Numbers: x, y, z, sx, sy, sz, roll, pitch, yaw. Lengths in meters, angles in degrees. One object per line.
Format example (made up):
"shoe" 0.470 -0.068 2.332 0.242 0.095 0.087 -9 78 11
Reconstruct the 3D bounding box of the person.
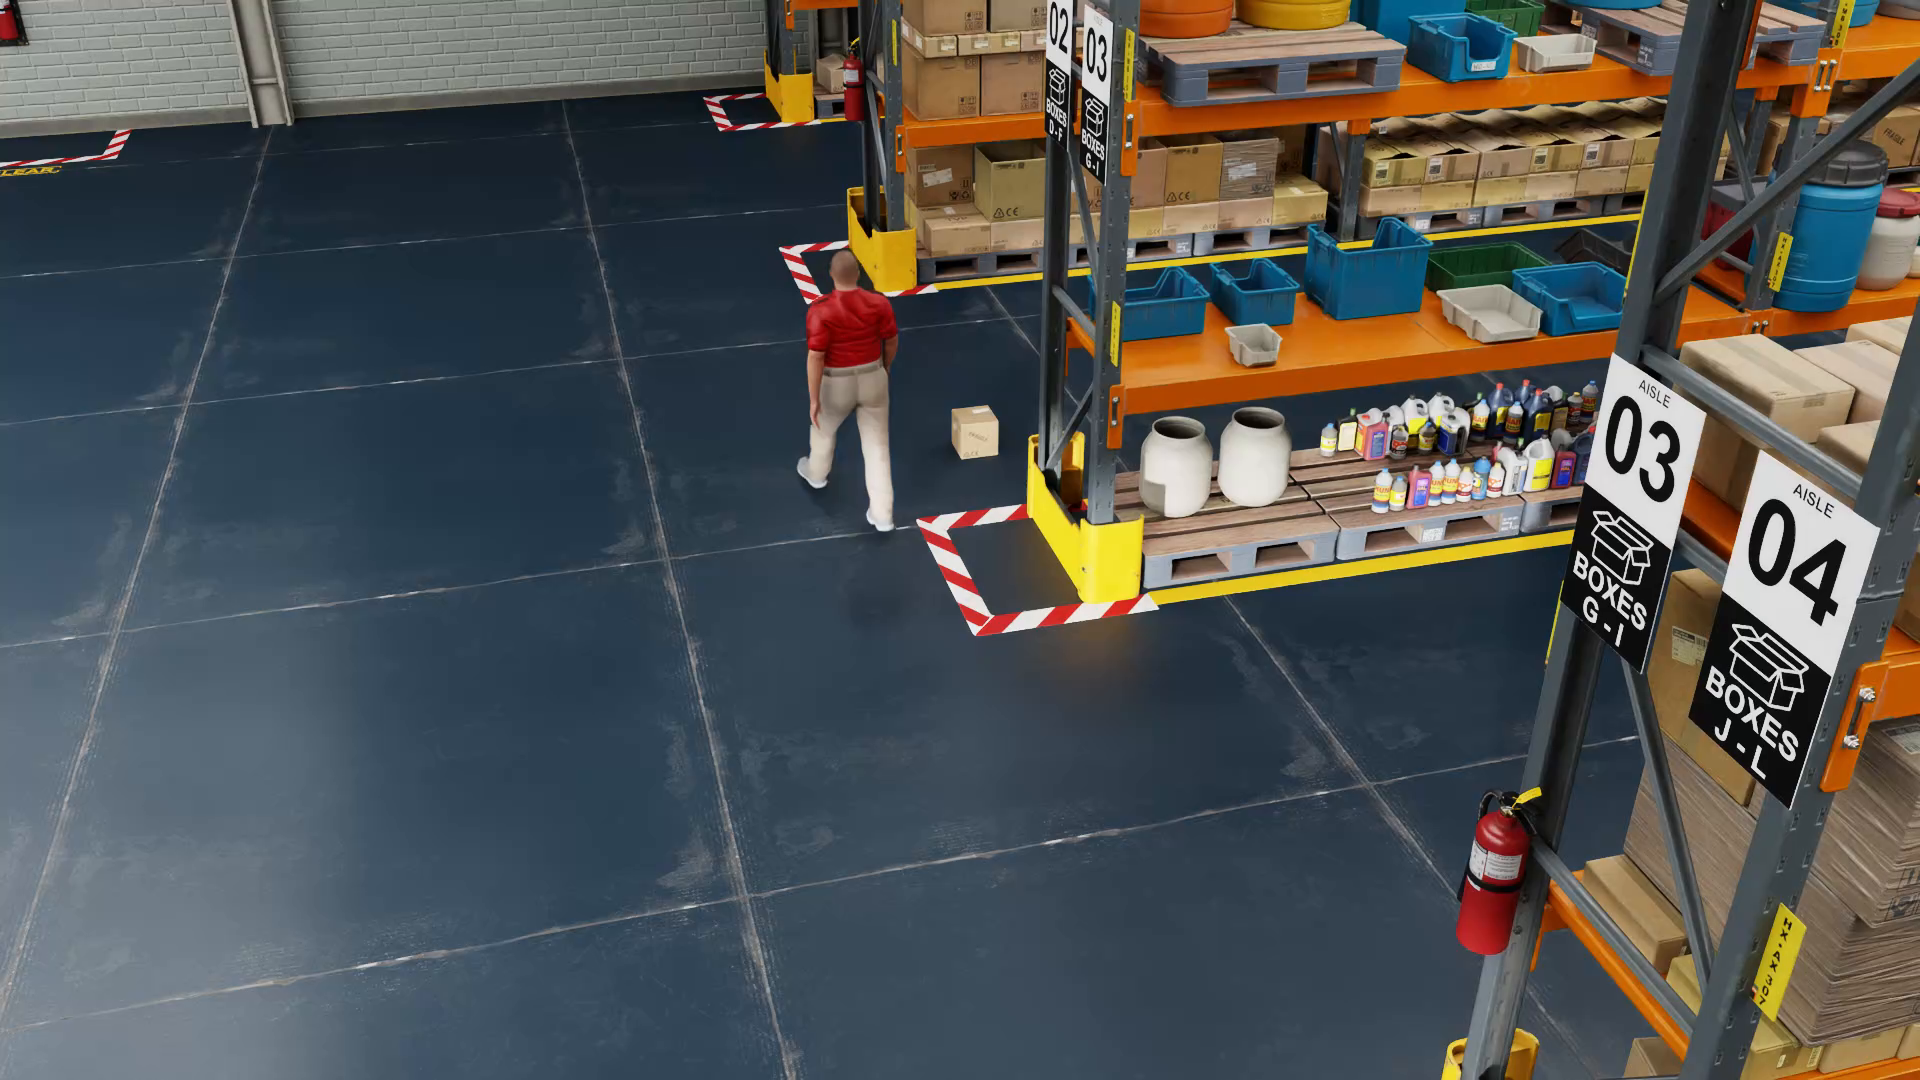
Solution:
"person" -0.655 -0.969 9.918 0.571 1.659 1.038 -7 31 -12
